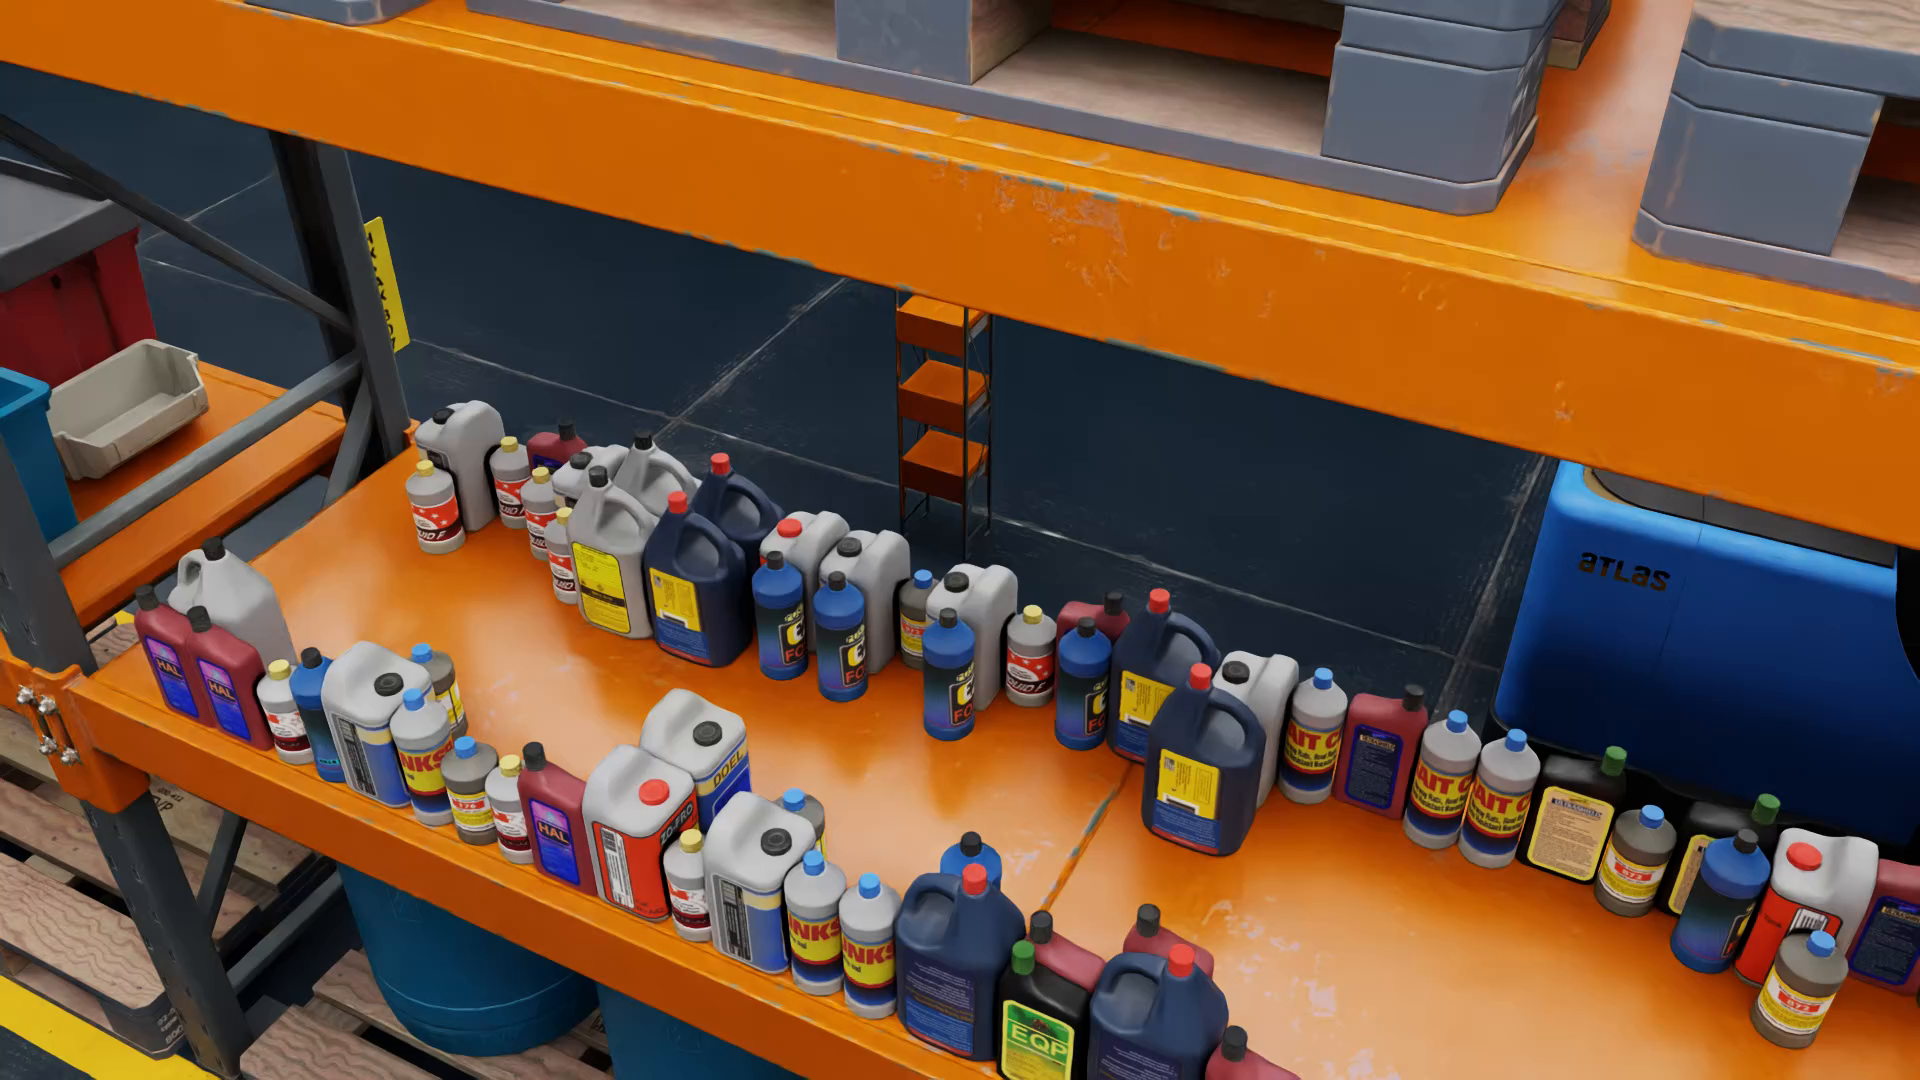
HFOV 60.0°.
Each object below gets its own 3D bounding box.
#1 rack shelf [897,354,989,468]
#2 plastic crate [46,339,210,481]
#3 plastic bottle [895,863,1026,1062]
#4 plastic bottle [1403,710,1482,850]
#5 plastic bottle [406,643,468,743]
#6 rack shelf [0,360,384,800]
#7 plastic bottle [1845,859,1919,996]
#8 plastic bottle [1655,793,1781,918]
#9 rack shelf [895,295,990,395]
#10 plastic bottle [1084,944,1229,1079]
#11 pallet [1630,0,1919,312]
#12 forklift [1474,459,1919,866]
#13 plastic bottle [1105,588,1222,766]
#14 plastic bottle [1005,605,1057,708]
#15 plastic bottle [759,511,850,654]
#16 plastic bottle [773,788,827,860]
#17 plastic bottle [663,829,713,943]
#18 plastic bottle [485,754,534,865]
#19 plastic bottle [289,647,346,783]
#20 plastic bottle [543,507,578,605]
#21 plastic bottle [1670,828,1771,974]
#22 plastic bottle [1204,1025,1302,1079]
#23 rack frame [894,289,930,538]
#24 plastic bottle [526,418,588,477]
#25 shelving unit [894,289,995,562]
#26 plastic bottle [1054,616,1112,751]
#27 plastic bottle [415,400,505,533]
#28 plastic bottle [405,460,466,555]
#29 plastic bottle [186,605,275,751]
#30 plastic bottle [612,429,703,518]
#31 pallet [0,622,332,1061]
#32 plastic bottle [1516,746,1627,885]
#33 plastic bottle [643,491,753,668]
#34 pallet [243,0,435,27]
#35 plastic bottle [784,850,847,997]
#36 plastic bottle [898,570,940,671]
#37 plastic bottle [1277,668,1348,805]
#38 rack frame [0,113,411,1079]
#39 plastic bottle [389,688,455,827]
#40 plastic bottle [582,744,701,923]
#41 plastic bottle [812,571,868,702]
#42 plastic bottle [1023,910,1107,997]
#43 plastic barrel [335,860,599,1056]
[{"bbox_3d":[-0.048,-0.425,5.459,0.240,0.259,0.215,17,41,21],"label":"rack shelf"},{"bbox_3d":[-1.924,-0.290,3.819,0.243,0.136,0.396,17,41,21],"label":"plastic crate"},{"bbox_3d":[0.000,0.611,2.505,0.185,0.351,0.144,17,41,21],"label":"plastic bottle"},{"bbox_3d":[0.829,0.401,2.847,0.097,0.271,0.097,0,37,0],"label":"plastic bottle"},{"bbox_3d":[-0.975,0.277,3.068,0.097,0.201,0.097,0,37,0],"label":"plastic bottle"},{"bbox_3d":[-3.352,-0.434,4.436,4.000,0.370,1.077,17,41,21],"label":"rack shelf"},{"bbox_3d":[1.469,0.584,2.596,0.133,0.283,0.061,17,41,21],"label":"plastic bottle"},{"bbox_3d":[1.231,0.510,2.694,0.133,0.283,0.061,17,41,21],"label":"plastic bottle"},{"bbox_3d":[-0.048,-0.651,5.287,0.240,0.259,0.215,17,41,21],"label":"rack shelf"},{"bbox_3d":[0.283,0.699,2.388,0.185,0.351,0.144,17,41,21],"label":"plastic bottle"},{"bbox_3d":[1.341,-0.437,1.520,1.213,0.211,1.003,17,41,21],"label":"pallet"},{"bbox_3d":[3.028,-0.306,3.729,3.031,2.935,1.130,16,40,20],"label":"forklift"},{"bbox_3d":[0.368,0.241,2.992,0.185,0.351,0.144,17,41,21],"label":"plastic bottle"},{"bbox_3d":[0.135,0.212,3.154,0.097,0.201,0.097,0,37,0],"label":"plastic bottle"},{"bbox_3d":[-0.306,0.063,3.289,0.135,0.276,0.152,17,41,21],"label":"plastic bottle"},{"bbox_3d":[-0.272,0.498,2.778,0.097,0.201,0.097,0,37,0],"label":"plastic bottle"},{"bbox_3d":[-0.428,0.552,2.706,0.097,0.201,0.097,0,37,0],"label":"plastic bottle"},{"bbox_3d":[-0.752,0.451,2.840,0.097,0.201,0.097,0,37,0],"label":"plastic bottle"},{"bbox_3d":[-1.131,0.304,2.975,0.097,0.271,0.097,0,37,0],"label":"plastic bottle"},{"bbox_3d":[-0.794,0.024,3.401,0.097,0.201,0.097,0,37,0],"label":"plastic bottle"},{"bbox_3d":[1.211,0.562,2.635,0.097,0.271,0.097,0,37,0],"label":"plastic bottle"},{"bbox_3d":[0.405,0.793,2.321,0.133,0.283,0.061,17,41,21],"label":"plastic bottle"},{"bbox_3d":[-0.156,-0.467,5.497,0.008,1.050,0.200,17,41,21],"label":"rack frame"},{"bbox_3d":[-0.851,-0.142,3.553,0.133,0.283,0.061,17,41,21],"label":"plastic bottle"},{"bbox_3d":[-0.048,-0.433,5.452,0.252,1.050,0.215,17,41,21],"label":"shelving unit"},{"bbox_3d":[0.226,0.254,3.041,0.097,0.271,0.097,0,37,0],"label":"plastic bottle"},{"bbox_3d":[-1.078,-0.179,3.608,0.135,0.276,0.152,17,41,21],"label":"plastic bottle"},{"bbox_3d":[-1.119,-0.077,3.535,0.097,0.201,0.097,0,37,0],"label":"plastic bottle"},{"bbox_3d":[-1.329,0.250,3.036,0.133,0.283,0.061,17,41,21],"label":"plastic bottle"},{"bbox_3d":[-0.610,-0.065,3.396,0.185,0.351,0.144,17,41,21],"label":"plastic bottle"},{"bbox_3d":[-2.247,0.763,4.571,1.213,0.211,1.003,17,41,21],"label":"pallet"},{"bbox_3d":[1.026,0.446,2.778,0.133,0.283,0.061,17,41,21],"label":"plastic bottle"},{"bbox_3d":[-0.512,0.064,3.226,0.185,0.351,0.144,17,41,21],"label":"plastic bottle"},{"bbox_3d":[-0.835,-1.119,2.418,1.003,0.211,1.213,17,41,21],"label":"pallet"},{"bbox_3d":[-0.222,0.589,2.600,0.097,0.271,0.097,0,37,0],"label":"plastic bottle"},{"bbox_3d":[-0.071,0.147,3.239,0.097,0.201,0.097,0,37,0],"label":"plastic bottle"},{"bbox_3d":[0.624,0.337,2.932,0.097,0.271,0.097,0,37,0],"label":"plastic bottle"},{"bbox_3d":[-1.576,-0.165,3.486,0.127,3.000,1.000,17,41,21],"label":"rack frame"},{"bbox_3d":[-0.925,0.369,2.890,0.097,0.271,0.097,0,37,0],"label":"plastic bottle"},{"bbox_3d":[-0.518,0.476,2.745,0.135,0.276,0.152,17,41,21],"label":"plastic bottle"},{"bbox_3d":[-0.227,0.174,3.146,0.097,0.271,0.097,0,37,0],"label":"plastic bottle"},{"bbox_3d":[0.150,0.672,2.481,0.133,0.283,0.061,17,41,21],"label":"plastic bottle"},{"bbox_3d":[-1.101,0.664,3.782,0.708,0.901,0.600,17,41,21],"label":"plastic barrel"}]
